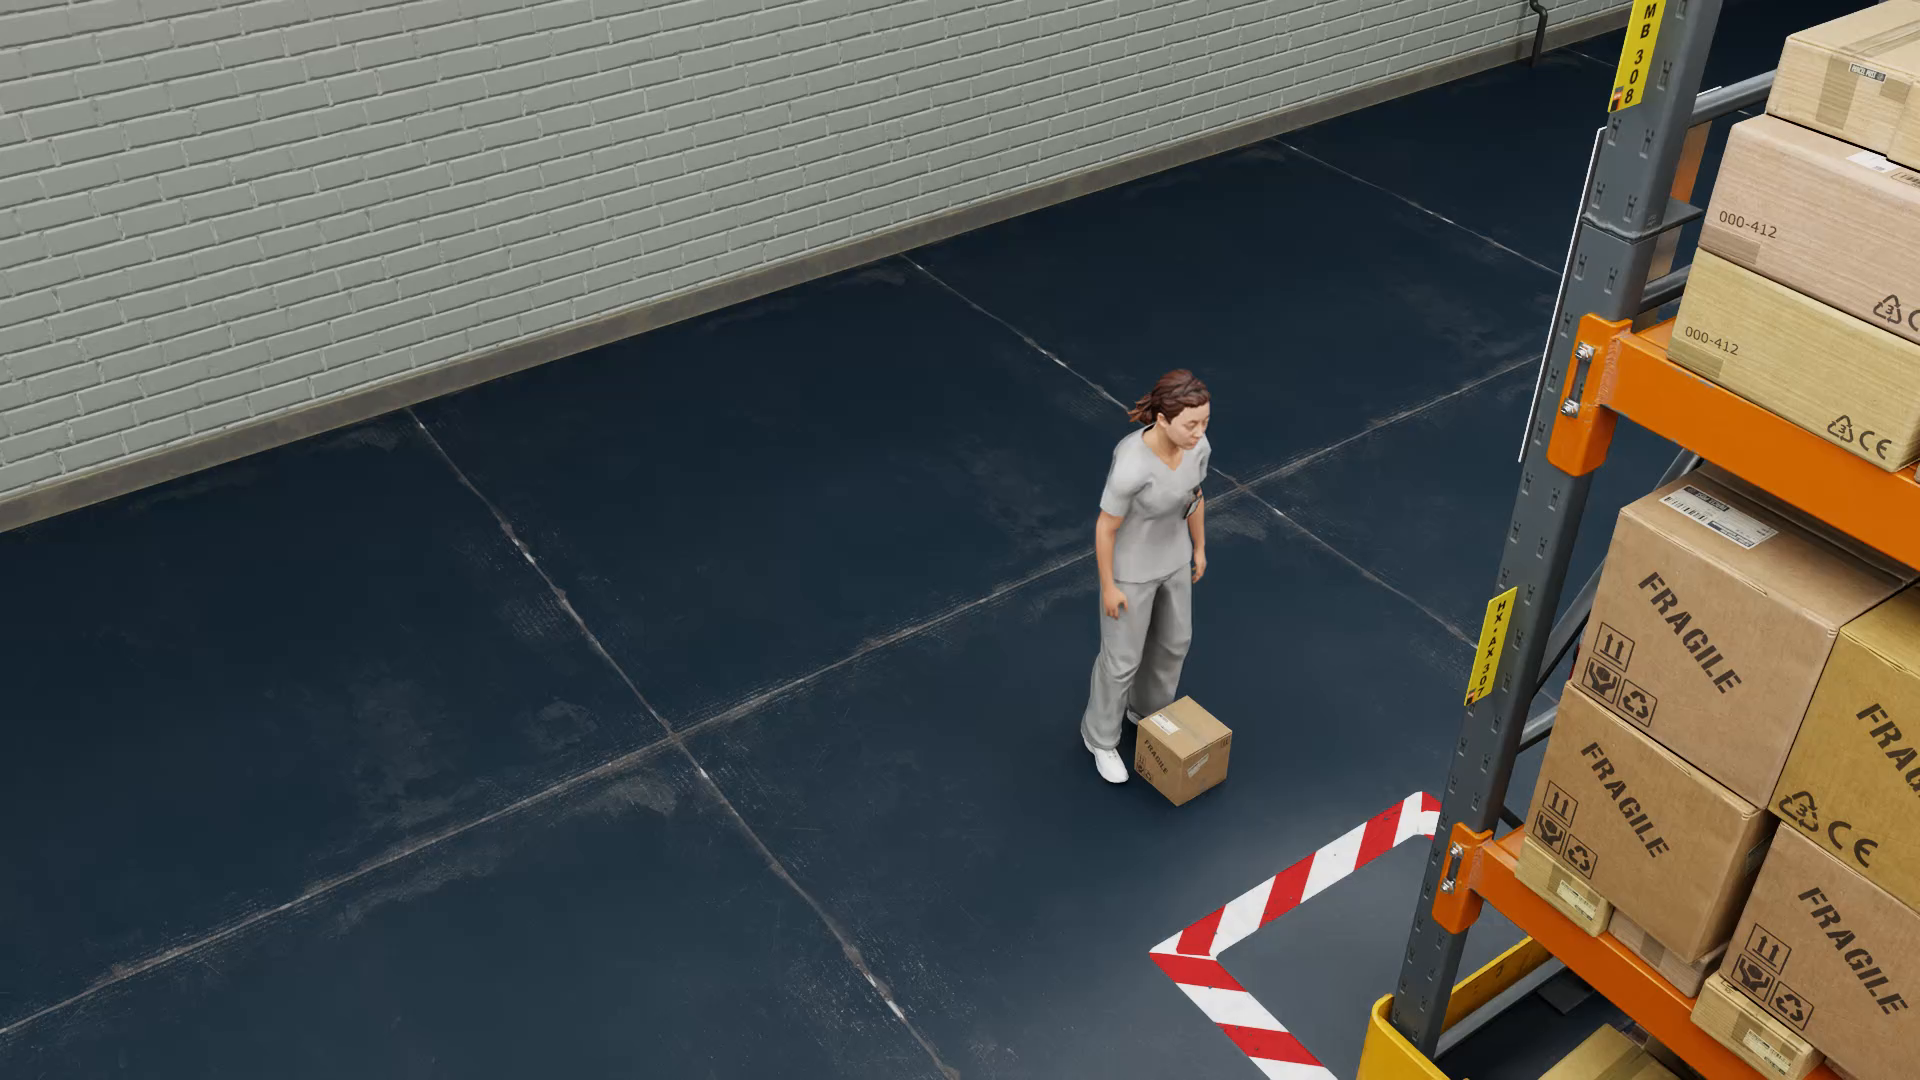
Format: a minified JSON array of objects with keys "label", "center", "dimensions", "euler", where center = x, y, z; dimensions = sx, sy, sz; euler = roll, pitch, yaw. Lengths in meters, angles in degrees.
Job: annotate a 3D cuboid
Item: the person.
[{"label":"person","center":[0.689,0.106,6.007],"dimensions":[0.494,1.673,0.352],"euler":[-23,42,-28]}]
